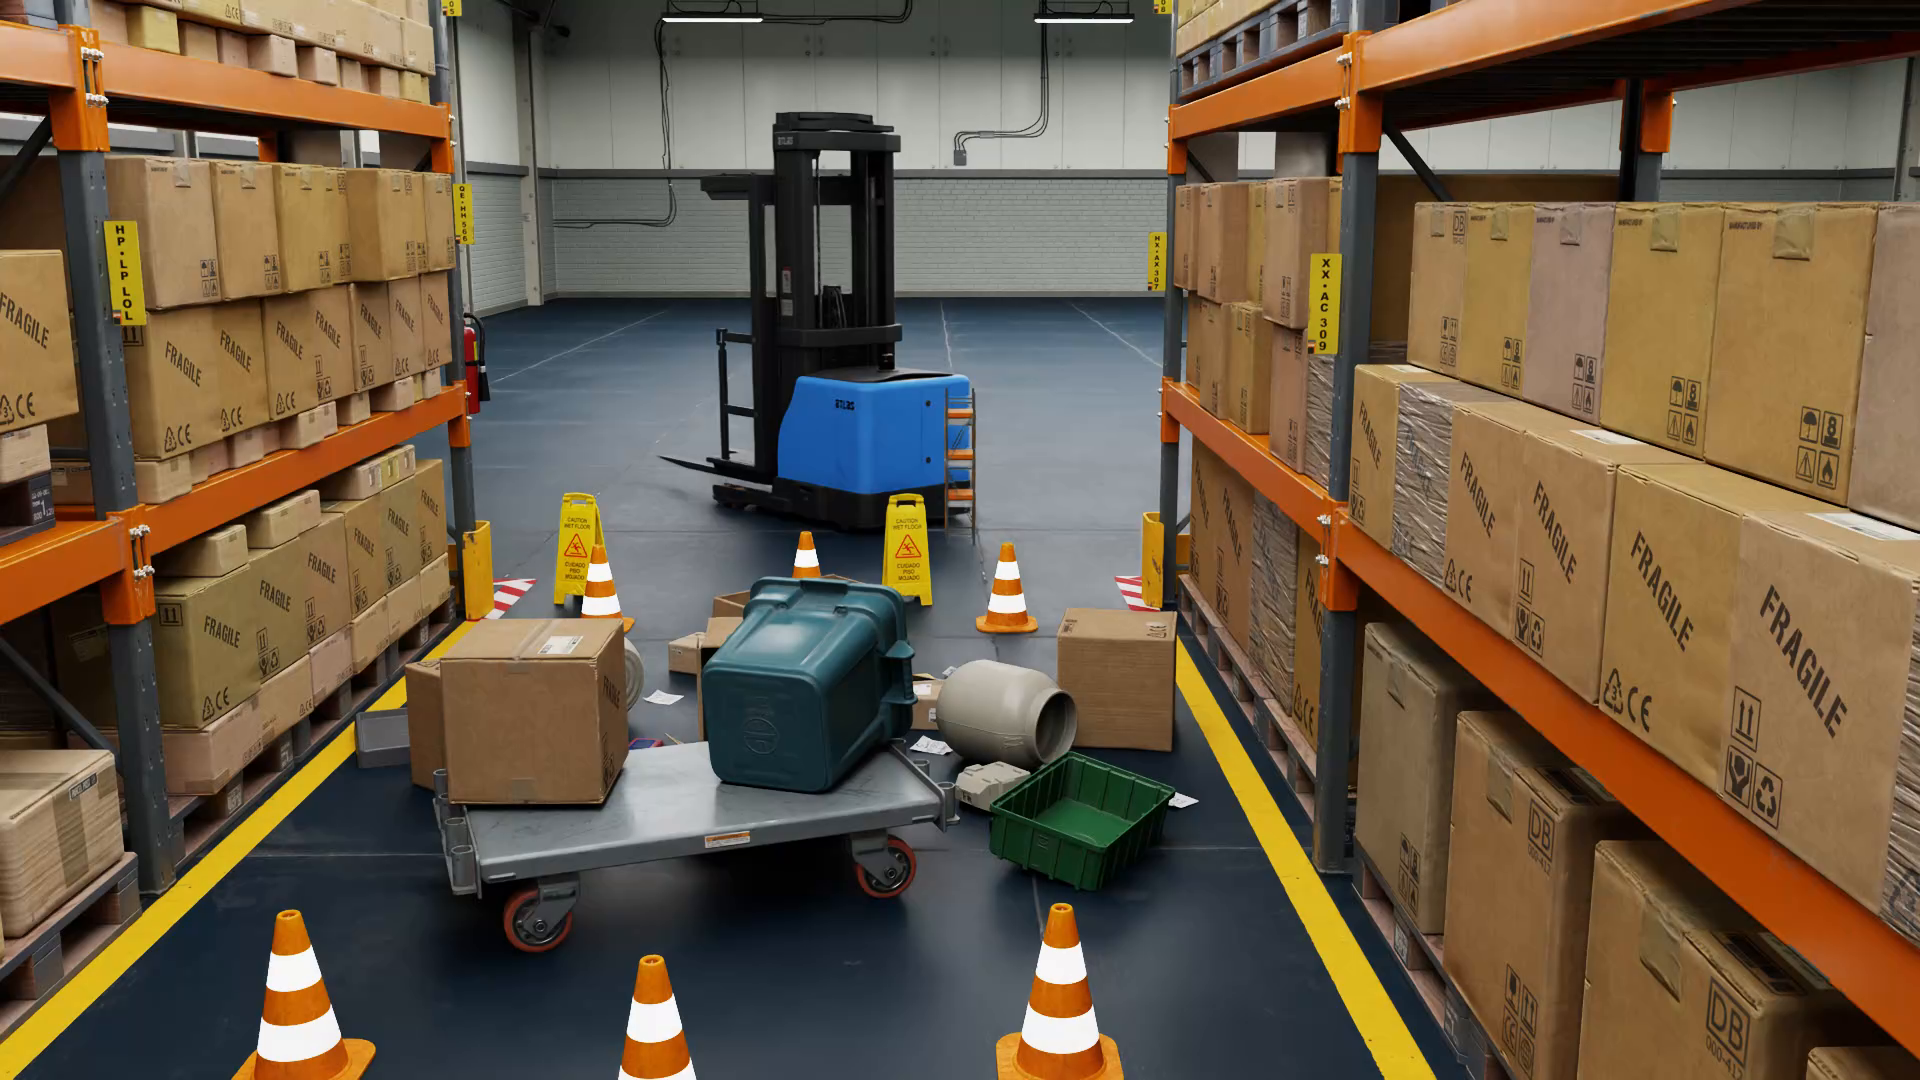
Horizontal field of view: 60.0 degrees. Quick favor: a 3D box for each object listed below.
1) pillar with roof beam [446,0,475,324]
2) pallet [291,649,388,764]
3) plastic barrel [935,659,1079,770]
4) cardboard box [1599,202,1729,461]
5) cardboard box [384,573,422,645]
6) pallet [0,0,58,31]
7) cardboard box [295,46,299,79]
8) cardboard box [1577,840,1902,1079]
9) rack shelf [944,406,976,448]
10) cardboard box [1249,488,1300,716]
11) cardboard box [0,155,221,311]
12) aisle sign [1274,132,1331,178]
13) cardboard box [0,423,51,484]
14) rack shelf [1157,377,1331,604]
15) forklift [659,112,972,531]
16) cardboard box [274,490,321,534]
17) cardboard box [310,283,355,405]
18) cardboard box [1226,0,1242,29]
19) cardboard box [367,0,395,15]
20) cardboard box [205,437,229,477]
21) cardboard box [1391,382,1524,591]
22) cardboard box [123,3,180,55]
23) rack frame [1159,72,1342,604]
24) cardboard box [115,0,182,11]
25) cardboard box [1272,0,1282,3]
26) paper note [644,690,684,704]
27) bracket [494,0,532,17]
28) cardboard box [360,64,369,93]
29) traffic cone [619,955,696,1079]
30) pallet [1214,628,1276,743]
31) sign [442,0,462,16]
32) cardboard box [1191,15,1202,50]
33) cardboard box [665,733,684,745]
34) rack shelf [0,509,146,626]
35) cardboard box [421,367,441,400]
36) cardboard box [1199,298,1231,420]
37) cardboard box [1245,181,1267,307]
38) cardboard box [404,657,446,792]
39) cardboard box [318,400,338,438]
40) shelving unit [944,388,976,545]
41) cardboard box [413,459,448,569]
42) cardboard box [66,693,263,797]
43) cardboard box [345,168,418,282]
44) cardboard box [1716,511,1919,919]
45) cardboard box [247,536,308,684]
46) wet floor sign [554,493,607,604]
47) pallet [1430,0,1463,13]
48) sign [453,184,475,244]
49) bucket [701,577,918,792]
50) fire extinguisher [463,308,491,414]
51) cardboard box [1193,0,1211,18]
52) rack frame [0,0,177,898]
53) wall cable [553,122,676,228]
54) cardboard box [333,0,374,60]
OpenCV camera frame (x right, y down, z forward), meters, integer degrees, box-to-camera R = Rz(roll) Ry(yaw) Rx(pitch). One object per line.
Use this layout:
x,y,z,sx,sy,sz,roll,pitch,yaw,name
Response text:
-5.321,-8.634,31.484,9.100,9.000,0.548,0,11,-1,pillar with roof beam
-3.274,0.717,7.496,1.003,0.211,1.213,0,11,-1,pallet
0.193,0.730,6.899,0.512,0.421,0.421,9,15,38,plastic barrel
1.798,-0.451,3.472,0.700,0.500,0.500,0,11,-2,cardboard box
-2.991,0.336,8.219,0.500,0.250,0.500,0,11,-1,cardboard box
-3.290,-1.528,4.476,1.213,0.211,1.003,0,11,-1,pallet
-2.989,-1.990,6.913,0.380,0.149,0.250,0,11,-1,cardboard box
1.889,1.083,3.280,1.050,0.750,0.750,0,11,0,cardboard box
0.001,-0.772,11.348,0.215,0.259,0.240,0,11,-1,rack shelf
1.785,0.217,7.232,0.875,0.875,0.875,0,11,-1,cardboard box
-2.989,-1.047,5.659,0.700,0.500,0.500,0,11,-2,cardboard box
1.966,-2.398,9.298,0.394,0.787,0.004,0,11,-1,aisle sign
-2.910,-0.255,4.847,0.380,0.149,0.250,0,11,0,cardboard box
1.709,-0.359,7.593,1.077,0.370,4.000,0,11,-1,rack shelf
-1.263,-1.735,12.738,1.130,2.935,3.031,-10,15,-40,forklift
-2.903,-0.116,6.930,0.380,0.149,0.250,0,11,2,cardboard box
-2.989,-0.857,7.238,0.500,0.500,0.500,0,11,0,cardboard box
1.386,-2.340,7.328,0.380,0.149,0.250,0,11,-1,cardboard box
-2.987,-2.638,8.101,0.380,0.149,0.250,0,11,-2,cardboard box
-2.976,-0.317,6.209,0.380,0.149,0.250,0,11,-1,cardboard box
1.503,-0.157,4.537,0.500,0.500,0.500,0,11,-1,cardboard box
-2.905,-1.736,5.658,0.380,0.149,0.250,0,11,-1,cardboard box
1.667,-1.109,9.481,1.000,3.000,0.127,0,11,-1,rack frame
-2.932,-1.904,5.486,0.500,0.250,0.500,0,11,-2,cardboard box
1.406,-2.139,6.338,0.380,0.149,0.250,0,11,-1,cardboard box
-1.402,0.741,7.857,0.148,0.019,0.142,4,12,18,paper note
-9.332,-10.980,33.994,0.076,0.066,4.783,0,11,-1,bracket
-3.044,-2.193,7.911,0.380,0.149,0.250,0,11,-1,cardboard box
-0.766,1.264,4.164,0.336,0.463,0.334,0,11,-1,traffic cone
1.784,0.658,7.784,1.003,0.211,1.213,0,11,-1,pallet
-2.724,-2.971,8.887,0.100,0.325,0.005,0,11,-1,sign
1.365,-2.541,8.319,0.380,0.149,0.250,0,11,-1,cardboard box
-1.068,0.896,6.476,0.258,0.266,0.396,-10,15,-40,cardboard box
-3.155,0.477,3.475,1.077,0.370,4.000,0,11,-1,rack shelf
-2.942,-0.822,8.699,0.380,0.149,0.250,0,11,-2,cardboard box
1.640,-0.888,8.014,0.875,0.550,0.550,0,11,-1,cardboard box
1.757,-1.312,7.389,0.875,0.550,0.500,0,11,-1,cardboard box
-1.858,0.732,6.688,0.500,0.500,0.500,9,15,38,cardboard box
-2.933,-0.519,7.203,0.380,0.149,0.250,0,11,-1,cardboard box
0.001,-0.504,11.402,0.215,1.050,0.252,0,11,-1,shelving unit
-3.002,-0.136,8.659,0.500,0.500,0.500,0,11,-1,cardboard box
-2.939,0.750,6.178,0.500,0.250,0.500,-1,11,-4,cardboard box
-2.934,-1.451,7.653,0.700,0.500,0.500,0,11,-2,cardboard box
1.546,0.245,2.557,0.500,0.500,0.500,0,11,-1,cardboard box
-2.962,0.276,6.628,0.500,0.500,0.500,0,11,1,cardboard box
-2.214,0.043,9.724,0.267,0.644,0.232,4,12,18,wet floor sign
1.818,-1.508,4.385,0.805,0.209,1.217,-1,11,-3,pallet
-2.724,-1.789,9.127,0.100,0.325,0.005,0,11,-1,sign
-0.558,0.528,5.823,0.726,0.611,0.620,4,22,18,bucket
-2.821,-1.055,9.411,0.296,0.674,0.183,0,11,-1,fire extinguisher
1.433,-2.708,8.141,0.500,0.250,0.500,0,11,-2,cardboard box
-3.197,-0.273,5.363,1.000,3.000,0.127,0,11,-1,rack frame
-8.487,-8.878,40.498,3.097,2.526,0.112,0,11,-1,wall cable
-2.975,-2.307,7.472,0.500,0.250,0.500,0,11,0,cardboard box
